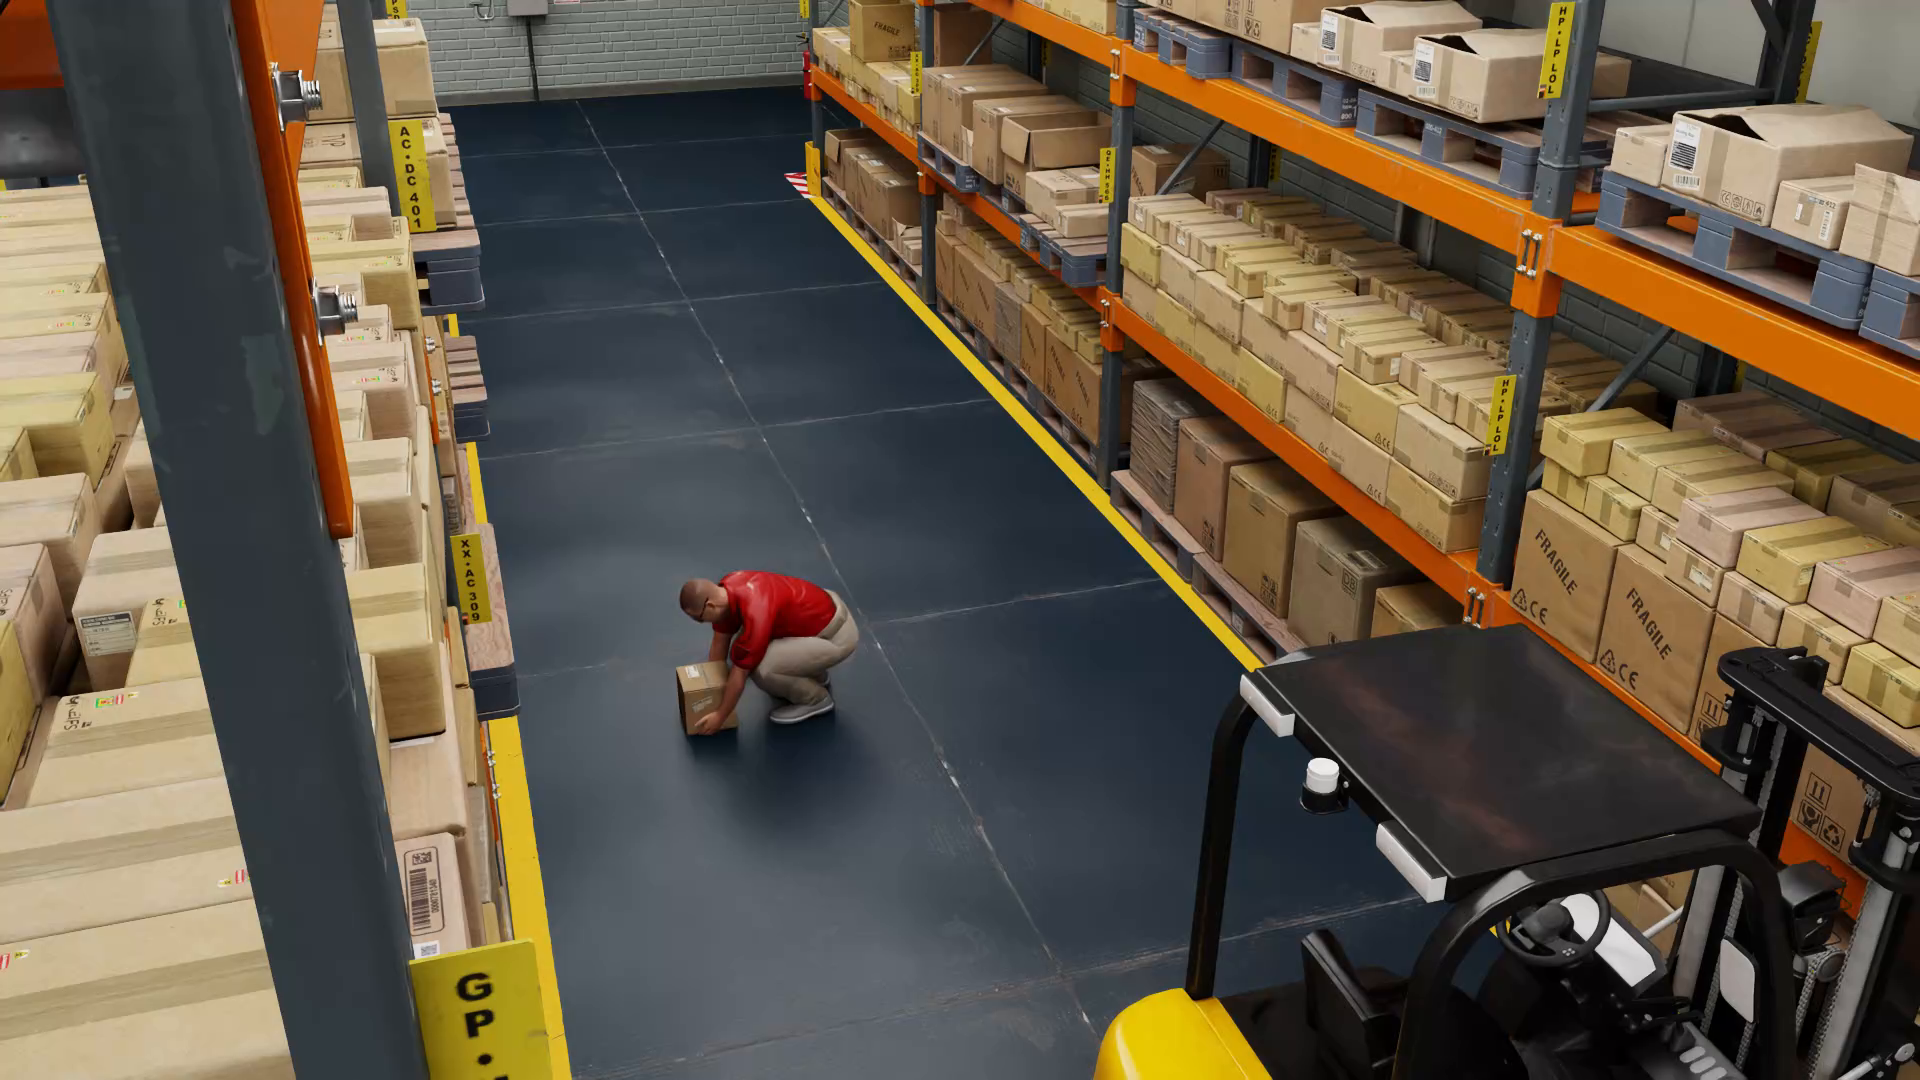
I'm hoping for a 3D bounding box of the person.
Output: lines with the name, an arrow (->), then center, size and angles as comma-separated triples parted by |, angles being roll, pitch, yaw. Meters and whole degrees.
person -> -0.933, 0.499, 8.203 | 0.872, 0.855, 0.545 | -8, 27, -16
